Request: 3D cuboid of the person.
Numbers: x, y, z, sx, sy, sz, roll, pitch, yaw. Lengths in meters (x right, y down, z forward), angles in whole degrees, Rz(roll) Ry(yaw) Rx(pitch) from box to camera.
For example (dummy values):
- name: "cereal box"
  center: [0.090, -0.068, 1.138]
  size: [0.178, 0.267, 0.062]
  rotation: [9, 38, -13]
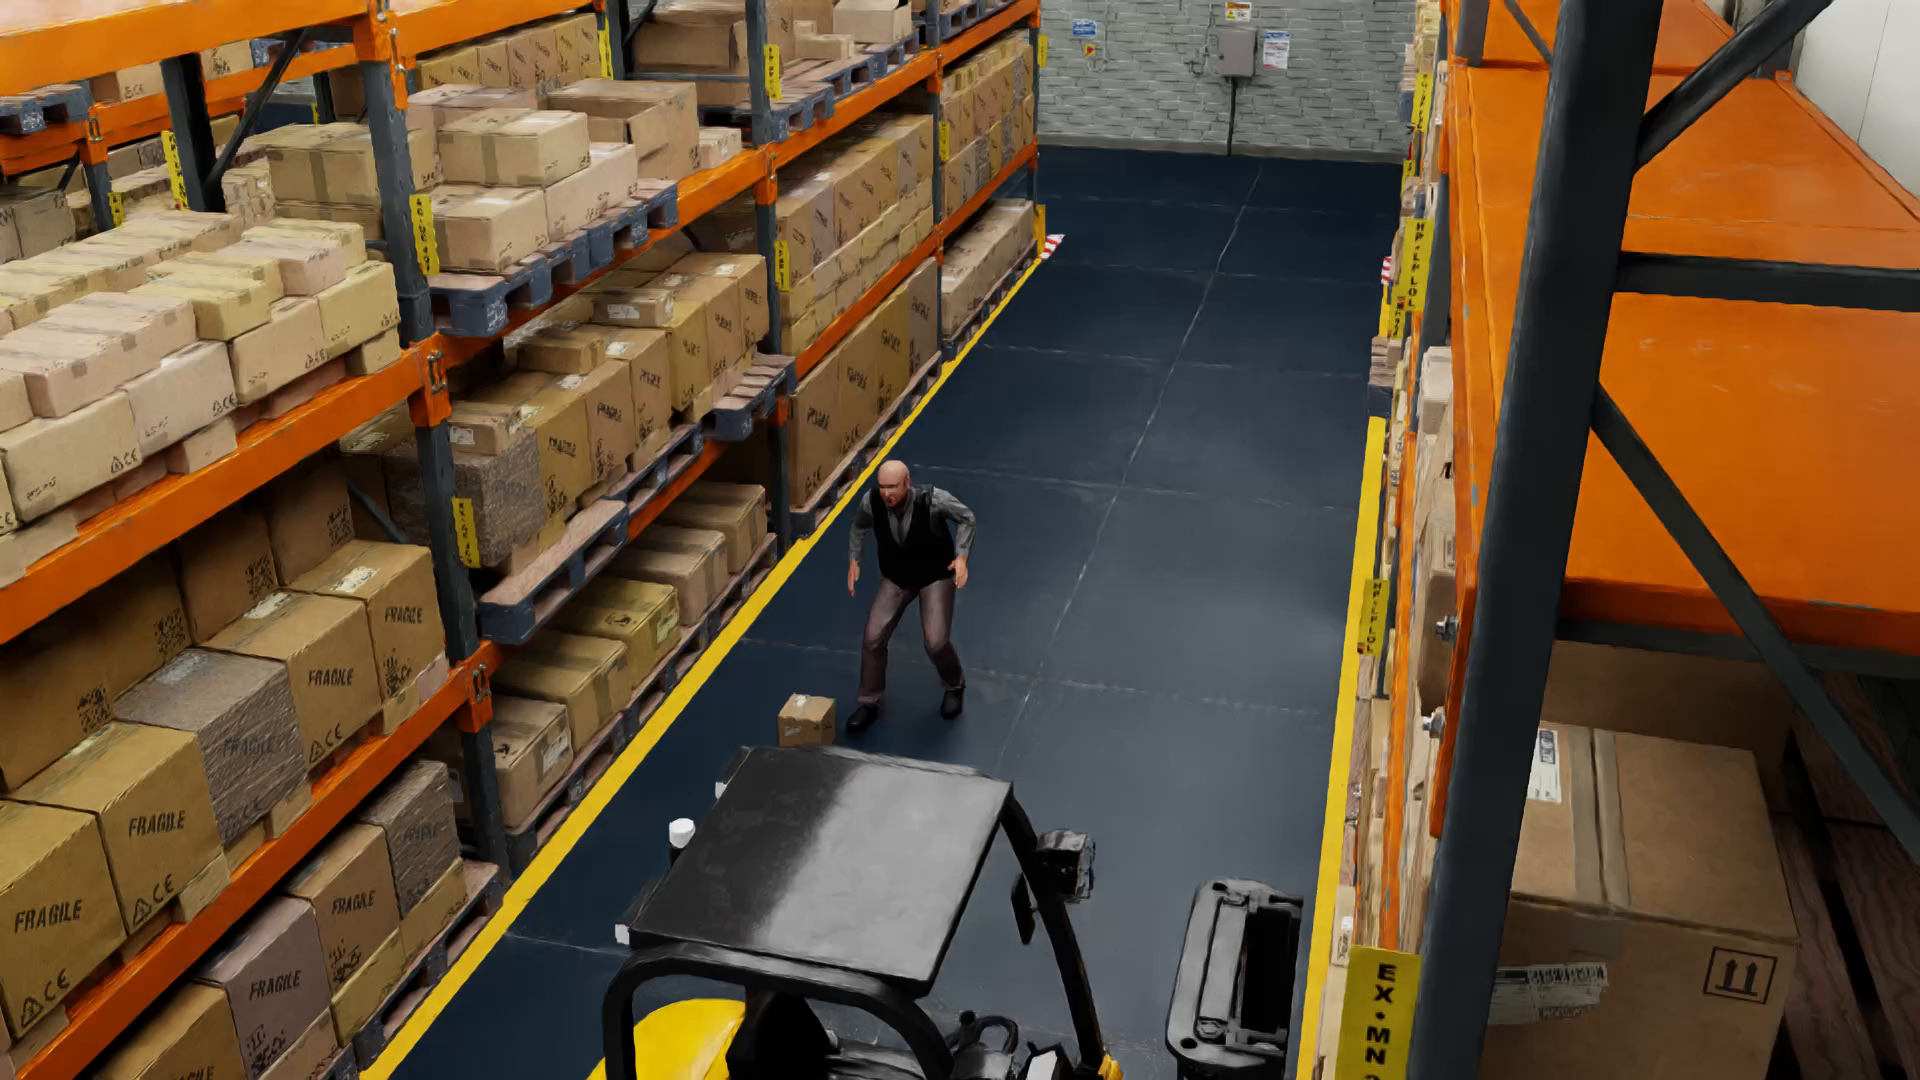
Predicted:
- name: "person"
  center: [-0.330, 0.276, 9.354]
  size: [0.737, 1.546, 0.795]
  rotation: [7, 26, 14]
